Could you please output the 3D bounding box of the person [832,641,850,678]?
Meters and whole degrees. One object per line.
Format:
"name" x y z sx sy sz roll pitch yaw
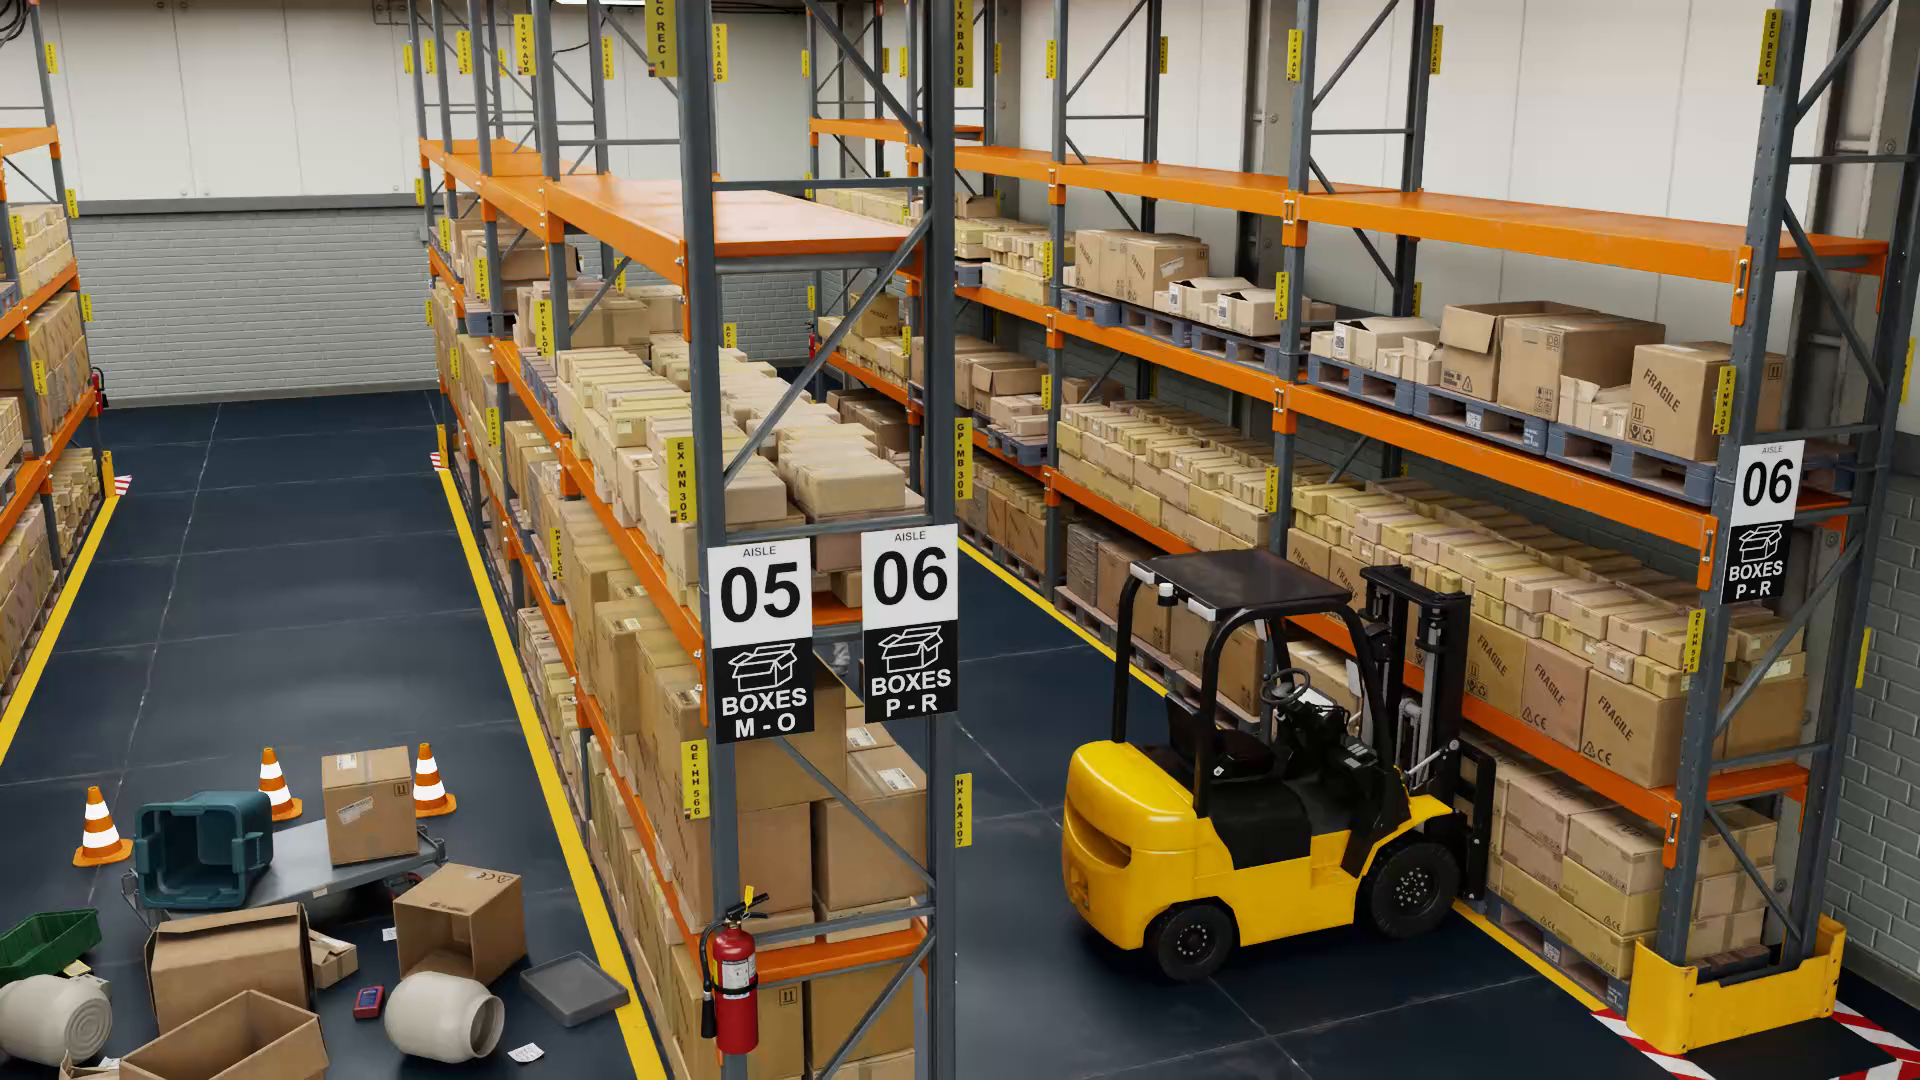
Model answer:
"person" -0.841 0.312 13.972 0.493 1.614 0.894 6 17 19
